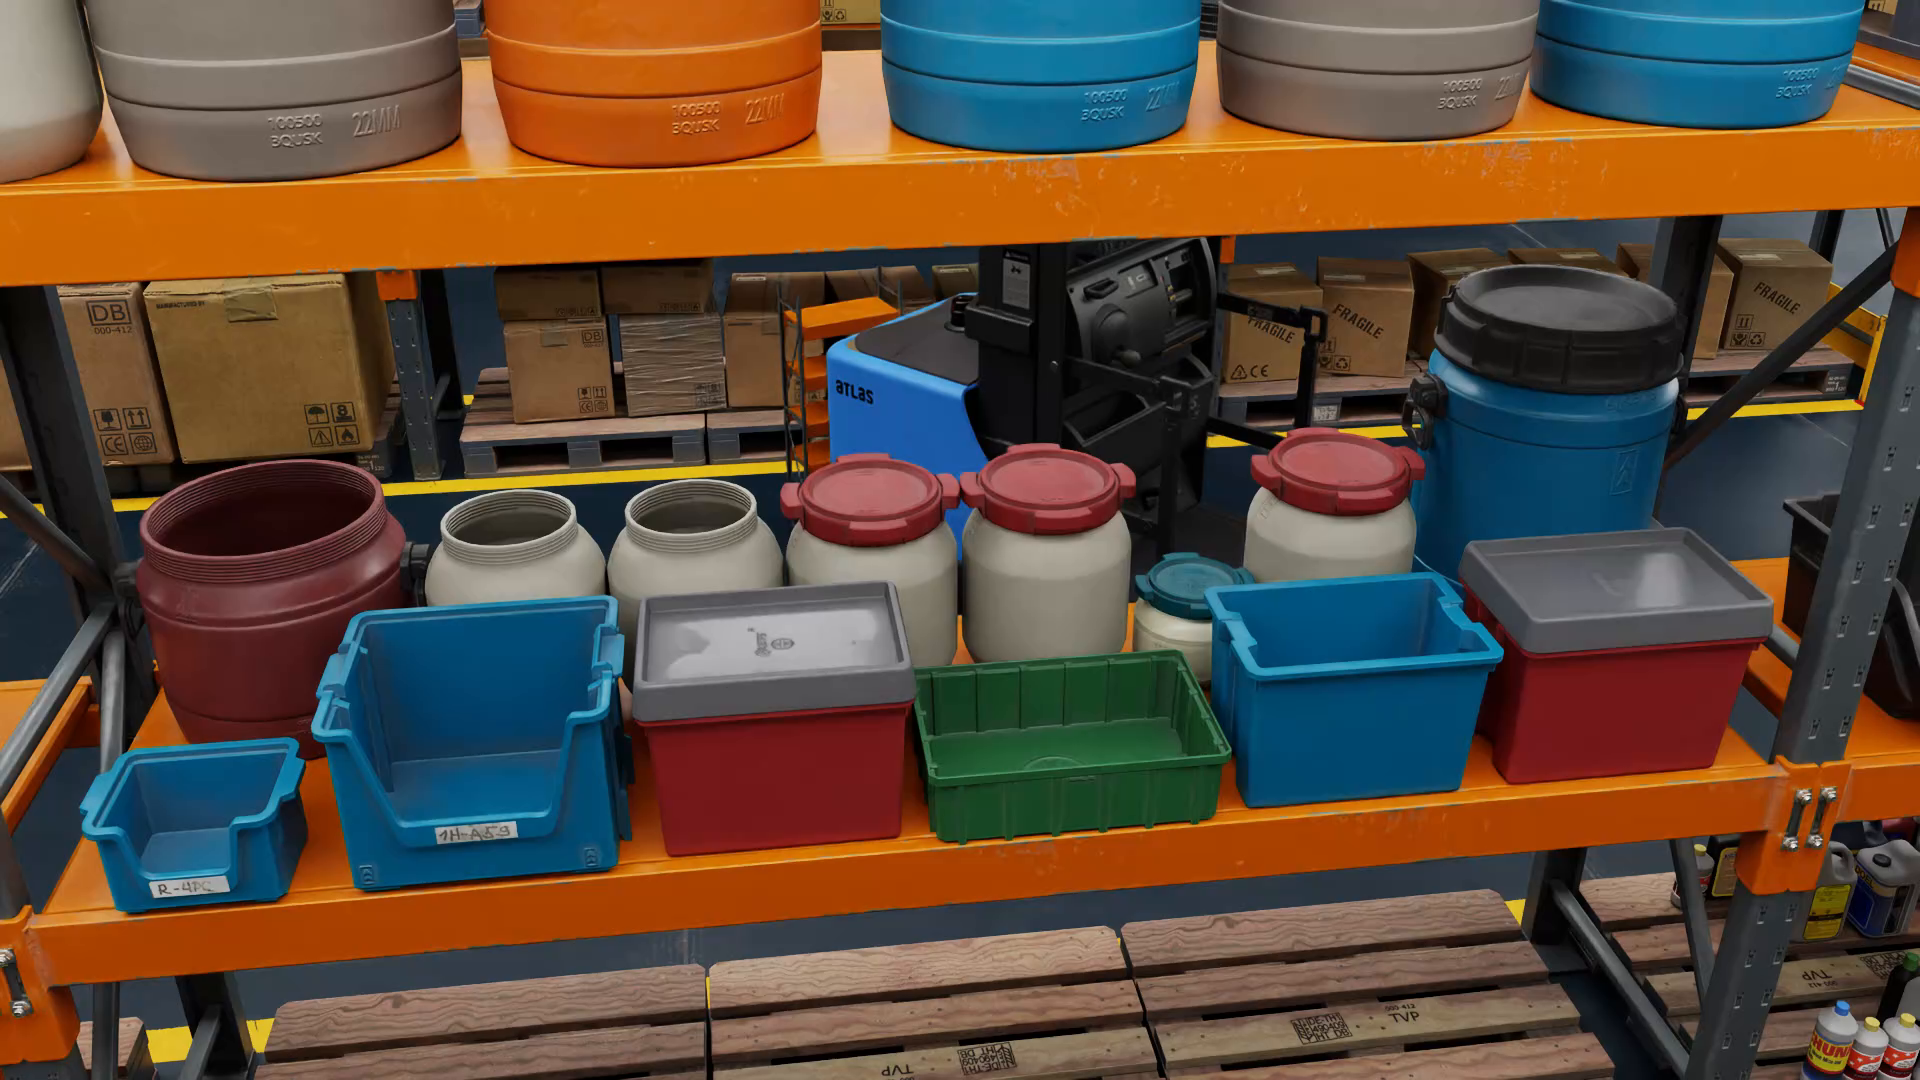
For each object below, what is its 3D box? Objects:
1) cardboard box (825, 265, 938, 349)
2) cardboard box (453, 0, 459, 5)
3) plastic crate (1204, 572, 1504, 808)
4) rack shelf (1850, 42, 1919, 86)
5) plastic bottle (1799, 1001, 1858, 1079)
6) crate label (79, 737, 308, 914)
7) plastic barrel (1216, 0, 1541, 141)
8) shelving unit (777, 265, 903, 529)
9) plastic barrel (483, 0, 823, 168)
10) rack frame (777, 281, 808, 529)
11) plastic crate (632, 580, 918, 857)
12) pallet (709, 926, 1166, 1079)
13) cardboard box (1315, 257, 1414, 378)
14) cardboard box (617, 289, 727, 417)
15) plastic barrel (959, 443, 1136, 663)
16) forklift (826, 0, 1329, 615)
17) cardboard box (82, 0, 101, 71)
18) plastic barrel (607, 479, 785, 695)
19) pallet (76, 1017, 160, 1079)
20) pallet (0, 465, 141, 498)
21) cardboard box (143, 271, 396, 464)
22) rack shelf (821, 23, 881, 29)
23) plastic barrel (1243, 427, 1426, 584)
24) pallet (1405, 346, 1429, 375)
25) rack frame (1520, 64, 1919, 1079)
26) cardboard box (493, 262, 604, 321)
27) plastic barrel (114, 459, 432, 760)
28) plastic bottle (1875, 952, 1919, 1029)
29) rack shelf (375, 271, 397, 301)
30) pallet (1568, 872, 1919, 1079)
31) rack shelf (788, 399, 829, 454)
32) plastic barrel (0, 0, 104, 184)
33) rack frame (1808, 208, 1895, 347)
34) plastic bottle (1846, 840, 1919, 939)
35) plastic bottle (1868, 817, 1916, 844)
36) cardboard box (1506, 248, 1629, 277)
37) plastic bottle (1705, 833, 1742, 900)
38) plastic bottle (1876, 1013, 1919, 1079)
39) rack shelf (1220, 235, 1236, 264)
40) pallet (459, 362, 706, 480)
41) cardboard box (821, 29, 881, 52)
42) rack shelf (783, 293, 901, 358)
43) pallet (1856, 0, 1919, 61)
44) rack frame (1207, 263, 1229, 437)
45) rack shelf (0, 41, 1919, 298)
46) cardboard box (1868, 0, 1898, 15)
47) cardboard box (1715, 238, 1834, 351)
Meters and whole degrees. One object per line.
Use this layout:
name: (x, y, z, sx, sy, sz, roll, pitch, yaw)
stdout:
cardboard box: (-0.412, -1.103, 8.870, 0.500, 0.500, 0.700, -6, 28, -12)
cardboard box: (-3.748, -3.936, 11.951, 0.250, 0.149, 0.380, -3, 27, -6)
plastic crate: (0.869, 0.351, 3.798, 0.575, 0.384, 0.392, -4, 27, -7)
rack shelf: (3.899, -1.009, 3.933, 4.000, 0.370, 1.077, -4, 27, -7)
plastic bottle: (2.295, 1.329, 4.381, 0.097, 0.271, 0.097, 0, 27, 0)
crate label: (-1.574, 0.604, 3.470, 0.416, 0.233, 0.303, -4, 27, -7)
plastic barrel: (0.797, -1.253, 3.071, 0.600, 0.901, 0.600, 0, 27, 0)
shelving unit: (-0.532, -0.613, 7.631, 0.503, 1.200, 0.258, -13, 30, -24)
plastic barrel: (-0.552, -1.134, 2.919, 0.708, 0.830, 0.600, -4, 27, -7)
rack frame: (-0.749, -0.562, 7.531, 0.015, 1.200, 0.240, -13, 30, -24)
plastic crate: (-0.400, 0.394, 3.626, 0.583, 0.464, 0.402, -4, 27, -7)
pallet: (-0.065, 1.520, 4.556, 1.213, 0.211, 1.003, -4, 27, -7)
cardboard box: (2.196, -1.228, 9.136, 0.500, 0.500, 0.500, 5, 28, 9)
cardboard box: (-1.525, -1.028, 8.724, 0.500, 0.500, 0.700, -6, 28, -11)
plastic barrel: (0.214, 0.081, 4.158, 0.433, 0.535, 0.433, 0, 27, 0)
forklift: (0.874, -0.908, 6.309, 3.031, 2.935, 1.130, 21, 34, 35)
cardboard box: (-4.105, -2.263, 7.667, 0.637, 0.503, 0.797, -3, 27, -6)
plastic barrel: (-0.637, 0.149, 4.052, 0.421, 0.512, 0.421, 0, 27, 0)
pallet: (-2.818, 1.697, 4.212, 1.213, 0.211, 1.003, -4, 27, -7)
pallet: (-4.730, -0.519, 8.530, 1.213, 0.211, 1.003, -4, 27, -7)
cardboard box: (-3.419, -1.059, 8.395, 0.875, 0.875, 1.225, -5, 28, -10)
rack shelf: (-1.343, -3.908, 12.868, 4.000, 0.370, 1.077, -4, 27, -7)
plastic barrel: (0.940, 0.034, 4.249, 0.433, 0.535, 0.433, 0, 27, 0)
pallet: (3.099, -1.003, 9.474, 1.213, 0.211, 1.003, -4, 27, -7)
rack frame: (1.918, 0.133, 4.206, 0.127, 3.000, 1.000, -4, 27, -7)
cardboard box: (-2.074, -1.325, 8.482, 0.500, 0.250, 0.500, -3, 27, -5)
plastic barrel: (-1.626, 0.160, 4.003, 0.708, 0.536, 0.600, -4, 27, -7)
plastic bottle: (2.596, 1.242, 4.536, 0.133, 0.283, 0.061, -4, 27, -7)
rack shelf: (-4.713, -1.405, 7.990, 4.000, 0.370, 1.077, -4, 27, -7)
pallet: (2.589, 1.350, 4.889, 1.213, 0.211, 1.003, -4, 27, -7)
rack shelf: (-0.532, -0.553, 7.662, 0.480, 0.148, 0.258, -13, 30, -24)
plastic barrel: (-1.693, -0.878, 2.768, 0.421, 0.512, 0.421, 0, 27, 0)
rack frame: (5.189, -2.361, 9.065, 0.127, 3.000, 1.000, -4, 27, -7)
plastic bottle: (2.751, 1.031, 4.957, 0.135, 0.276, 0.152, -4, 27, -7)
plastic bottle: (2.861, 0.933, 5.140, 0.133, 0.283, 0.061, -2, 27, -4)
cardboard box: (3.359, -1.319, 9.312, 0.500, 0.500, 0.500, -1, 27, -2)
plastic bottle: (2.348, 0.966, 5.075, 0.133, 0.283, 0.061, -2, 27, -5)
plastic bottle: (2.496, 1.347, 4.422, 0.097, 0.201, 0.097, 0, 27, 0)
rack shelf: (3.209, -1.913, 8.981, 4.000, 0.370, 1.077, -4, 27, -7)
pallet: (-1.959, -0.660, 8.806, 1.213, 0.211, 1.003, -4, 27, -7)
cardboard box: (-0.476, -2.187, 8.154, 0.637, 0.503, 0.797, -1, 27, -2)
rack shelf: (-0.532, -0.963, 7.452, 0.480, 0.148, 0.258, -13, 30, -24)
pallet: (2.619, -1.208, 3.739, 1.003, 0.211, 1.213, -4, 27, -7)
rack frame: (1.228, -2.106, 8.569, 0.127, 3.000, 1.000, -4, 27, -7)
rack shelf: (-0.062, -0.755, 3.437, 4.000, 0.370, 1.077, -4, 27, -7)
cardboard box: (4.679, -2.836, 8.460, 0.500, 0.500, 0.500, -4, 27, -7)
cardboard box: (4.568, -1.403, 9.477, 0.500, 0.500, 0.500, 1, 27, 2)
